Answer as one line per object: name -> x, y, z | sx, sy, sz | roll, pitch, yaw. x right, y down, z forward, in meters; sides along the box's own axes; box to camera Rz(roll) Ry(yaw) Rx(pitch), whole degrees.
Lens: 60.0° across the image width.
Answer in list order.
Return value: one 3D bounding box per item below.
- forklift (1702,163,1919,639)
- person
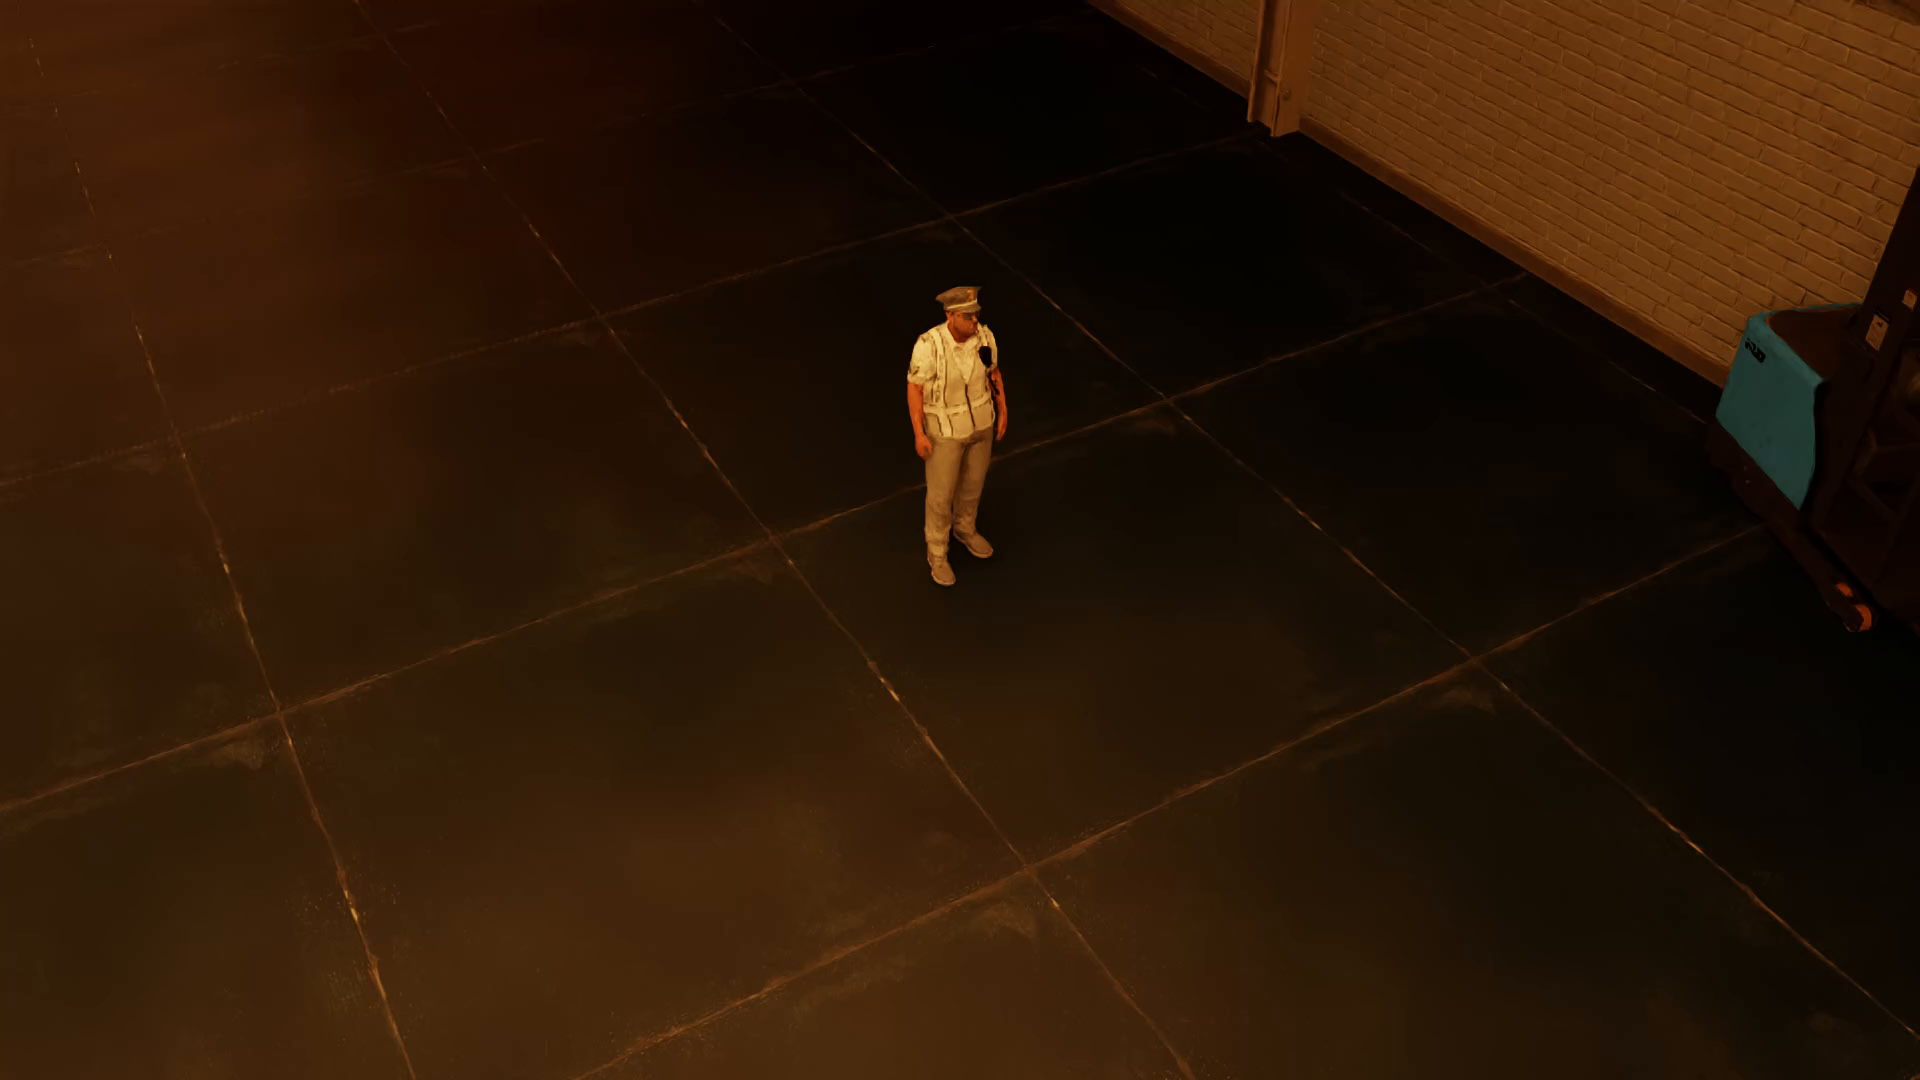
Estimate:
forklift -> 5.657, -0.845, 9.055 | 1.130, 2.935, 3.031 | -7, 40, -8
person -> 0.029, -0.645, 9.702 | 0.640, 1.781, 0.574 | -20, 44, -23
